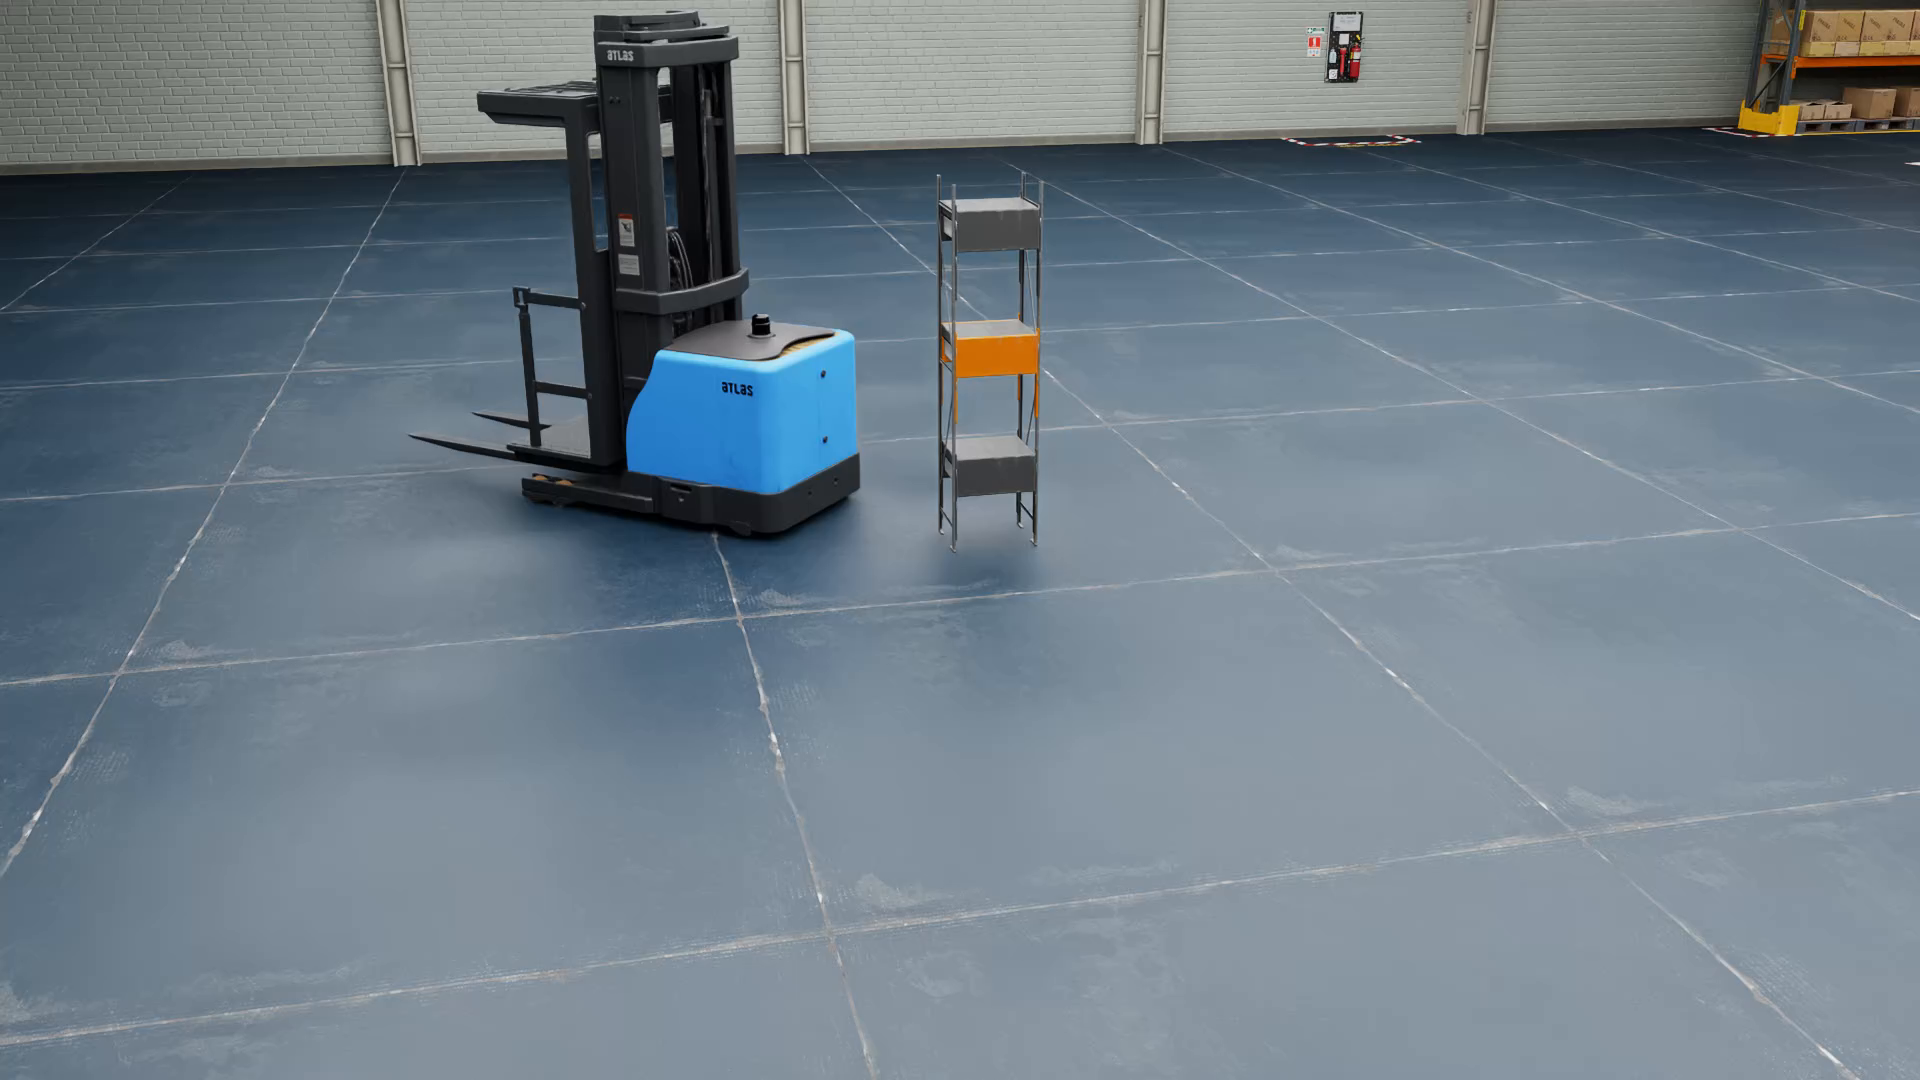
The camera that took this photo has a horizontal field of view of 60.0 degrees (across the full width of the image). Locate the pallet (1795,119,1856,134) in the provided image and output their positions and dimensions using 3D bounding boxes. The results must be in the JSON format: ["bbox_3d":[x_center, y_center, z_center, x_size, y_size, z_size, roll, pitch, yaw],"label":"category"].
[{"bbox_3d":[15.260,-7.488,29.948,1.213,0.211,1.003,-5,21,-12],"label":"pallet"}]

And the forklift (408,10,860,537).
[{"bbox_3d":[-2.180,-1.733,10.284,3.031,2.935,1.130,10,22,25],"label":"forklift"}]

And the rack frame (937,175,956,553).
[{"bbox_3d":[-0.076,-0.980,9.436,0.015,2.100,0.400,-5,21,-12],"label":"rack frame"}]

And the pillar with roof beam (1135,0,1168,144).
[{"bbox_3d":[4.182,-9.510,22.692,0.400,9.000,9.100,-5,21,-12],"label":"pillar with roof beam"}]

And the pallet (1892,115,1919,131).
[{"bbox_3d":[17.634,-7.681,30.475,1.213,0.211,1.003,-5,21,-12],"label":"pallet"}]

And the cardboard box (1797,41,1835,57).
[{"bbox_3d":[14.935,-8.610,29.146,0.500,0.250,0.500,-5,21,-14],"label":"cardboard box"}]

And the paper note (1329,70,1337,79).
[{"bbox_3d":[6.429,-8.021,28.631,0.142,0.148,0.016,-5,21,-12],"label":"paper note"}]

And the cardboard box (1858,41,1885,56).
[{"bbox_3d":[15.934,-8.694,29.376,0.500,0.250,0.500,-5,21,-13],"label":"cardboard box"}]

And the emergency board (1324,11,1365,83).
[{"bbox_3d":[6.617,-8.426,28.455,0.643,1.169,0.194,-5,21,-12],"label":"emergency board"}]

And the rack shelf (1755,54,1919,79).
[{"bbox_3d":[16.334,-8.559,29.865,4.000,0.370,1.077,-5,21,-12],"label":"rack shelf"}]

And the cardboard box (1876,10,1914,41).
[{"bbox_3d":[16.408,-9.086,29.357,0.500,0.500,0.500,-4,20,-11],"label":"cardboard box"}]

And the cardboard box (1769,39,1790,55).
[{"bbox_3d":[14.798,-8.779,29.609,0.500,0.250,0.500,-4,21,-12],"label":"cardboard box"}]

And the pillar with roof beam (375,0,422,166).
[{"bbox_3d":[-7.496,-8.560,20.099,0.400,9.000,9.100,-5,21,-12],"label":"pillar with roof beam"}]

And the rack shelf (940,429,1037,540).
[{"bbox_3d":[0.161,-0.329,9.735,0.480,0.518,0.431,-5,21,-12],"label":"rack shelf"}]

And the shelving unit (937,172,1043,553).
[{"bbox_3d":[0.161,-0.999,9.489,0.503,2.100,0.431,-5,21,-12],"label":"shelving unit"}]

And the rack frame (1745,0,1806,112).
[{"bbox_3d":[14.387,-8.738,29.309,0.127,3.000,1.000,-5,21,-12],"label":"rack frame"}]

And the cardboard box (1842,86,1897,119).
[{"bbox_3d":[16.362,-7.882,29.966,0.500,0.500,0.700,-6,21,-16],"label":"cardboard box"}]

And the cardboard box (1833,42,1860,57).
[{"bbox_3d":[15.437,-8.656,29.272,0.500,0.250,0.500,-5,21,-14],"label":"cardboard box"}]

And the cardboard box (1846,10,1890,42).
[{"bbox_3d":[15.909,-9.041,29.234,0.500,0.500,0.500,-5,21,-14],"label":"cardboard box"}]

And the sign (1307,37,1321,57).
[{"bbox_3d":[6.055,-8.433,28.424,0.234,0.329,0.001,-5,21,-12],"label":"sign"}]

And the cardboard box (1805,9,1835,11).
[{"bbox_3d":[15.289,-9.175,29.598,0.500,0.500,0.500,-4,21,-12],"label":"cardboard box"}]

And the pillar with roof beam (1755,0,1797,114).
[{"bbox_3d":[15.860,-10.459,25.285,0.400,9.000,9.100,-5,21,-12],"label":"pillar with roof beam"}]

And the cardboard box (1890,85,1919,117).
[{"bbox_3d":[17.279,-7.992,30.267,0.500,0.500,0.500,-6,21,-17],"label":"cardboard box"}]

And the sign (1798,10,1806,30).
[{"bbox_3d":[14.512,-8.963,28.664,0.005,0.325,0.100,-5,21,-12],"label":"sign"}]

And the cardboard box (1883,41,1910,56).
[{"bbox_3d":[16.427,-8.733,29.484,0.500,0.250,0.500,-4,21,-12],"label":"cardboard box"}]

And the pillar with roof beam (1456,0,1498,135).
[{"bbox_3d":[10.021,-9.984,23.988,0.400,9.000,9.100,-5,21,-12],"label":"pillar with roof beam"}]

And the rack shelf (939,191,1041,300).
[{"bbox_3d":[0.161,-1.644,9.253,0.480,0.518,0.431,-5,21,-12],"label":"rack shelf"}]

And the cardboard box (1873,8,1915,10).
[{"bbox_3d":[16.784,-9.302,29.945,0.500,0.500,0.500,-4,21,-11],"label":"cardboard box"}]

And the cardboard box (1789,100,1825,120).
[{"bbox_3d":[15.081,-7.707,29.763,0.500,0.311,0.500,-7,21,-19],"label":"cardboard box"}]

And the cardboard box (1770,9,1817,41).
[{"bbox_3d":[14.797,-9.138,29.498,0.500,0.500,0.500,-5,21,-13],"label":"cardboard box"}]

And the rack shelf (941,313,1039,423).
[{"bbox_3d":[0.161,-0.986,9.494,0.480,0.518,0.431,-5,21,-12],"label":"rack shelf"}]

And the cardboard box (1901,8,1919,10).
[{"bbox_3d":[17.270,-9.339,30.047,0.500,0.500,0.500,-5,21,-13],"label":"cardboard box"}]

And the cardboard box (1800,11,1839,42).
[{"bbox_3d":[14.921,-8.967,29.031,0.500,0.500,0.500,-5,21,-12],"label":"cardboard box"}]

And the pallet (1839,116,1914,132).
[{"bbox_3d":[16.445,-7.583,30.208,1.213,0.211,1.003,-5,21,-12],"label":"pallet"}]

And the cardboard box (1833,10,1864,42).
[{"bbox_3d":[15.404,-9.003,29.128,0.500,0.500,0.500,-5,21,-12],"label":"cardboard box"}]

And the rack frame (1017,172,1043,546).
[{"bbox_3d":[0.399,-1.018,9.542,0.015,2.100,0.400,-5,21,-12],"label":"rack frame"}]

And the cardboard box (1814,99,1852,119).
[{"bbox_3d":[15.636,-7.752,29.886,0.500,0.311,0.500,-3,20,-8],"label":"cardboard box"}]

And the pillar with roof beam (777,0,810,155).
[{"bbox_3d":[-1.657,-9.035,21.396,0.400,9.000,9.100,-5,21,-12],"label":"pillar with roof beam"}]

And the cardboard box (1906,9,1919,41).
[{"bbox_3d":[16.914,-9.128,29.470,0.500,0.500,0.500,-5,21,-14],"label":"cardboard box"}]

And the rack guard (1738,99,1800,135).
[{"bbox_3d":[14.461,-7.571,29.755,0.348,0.500,1.175,-5,21,-12],"label":"rack guard"}]

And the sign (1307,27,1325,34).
[{"bbox_3d":[6.061,-8.679,28.325,0.331,0.109,0.001,-5,21,-12],"label":"sign"}]

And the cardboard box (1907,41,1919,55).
[{"bbox_3d":[16.916,-8.773,29.593,0.500,0.250,0.500,-5,21,-13],"label":"cardboard box"}]
